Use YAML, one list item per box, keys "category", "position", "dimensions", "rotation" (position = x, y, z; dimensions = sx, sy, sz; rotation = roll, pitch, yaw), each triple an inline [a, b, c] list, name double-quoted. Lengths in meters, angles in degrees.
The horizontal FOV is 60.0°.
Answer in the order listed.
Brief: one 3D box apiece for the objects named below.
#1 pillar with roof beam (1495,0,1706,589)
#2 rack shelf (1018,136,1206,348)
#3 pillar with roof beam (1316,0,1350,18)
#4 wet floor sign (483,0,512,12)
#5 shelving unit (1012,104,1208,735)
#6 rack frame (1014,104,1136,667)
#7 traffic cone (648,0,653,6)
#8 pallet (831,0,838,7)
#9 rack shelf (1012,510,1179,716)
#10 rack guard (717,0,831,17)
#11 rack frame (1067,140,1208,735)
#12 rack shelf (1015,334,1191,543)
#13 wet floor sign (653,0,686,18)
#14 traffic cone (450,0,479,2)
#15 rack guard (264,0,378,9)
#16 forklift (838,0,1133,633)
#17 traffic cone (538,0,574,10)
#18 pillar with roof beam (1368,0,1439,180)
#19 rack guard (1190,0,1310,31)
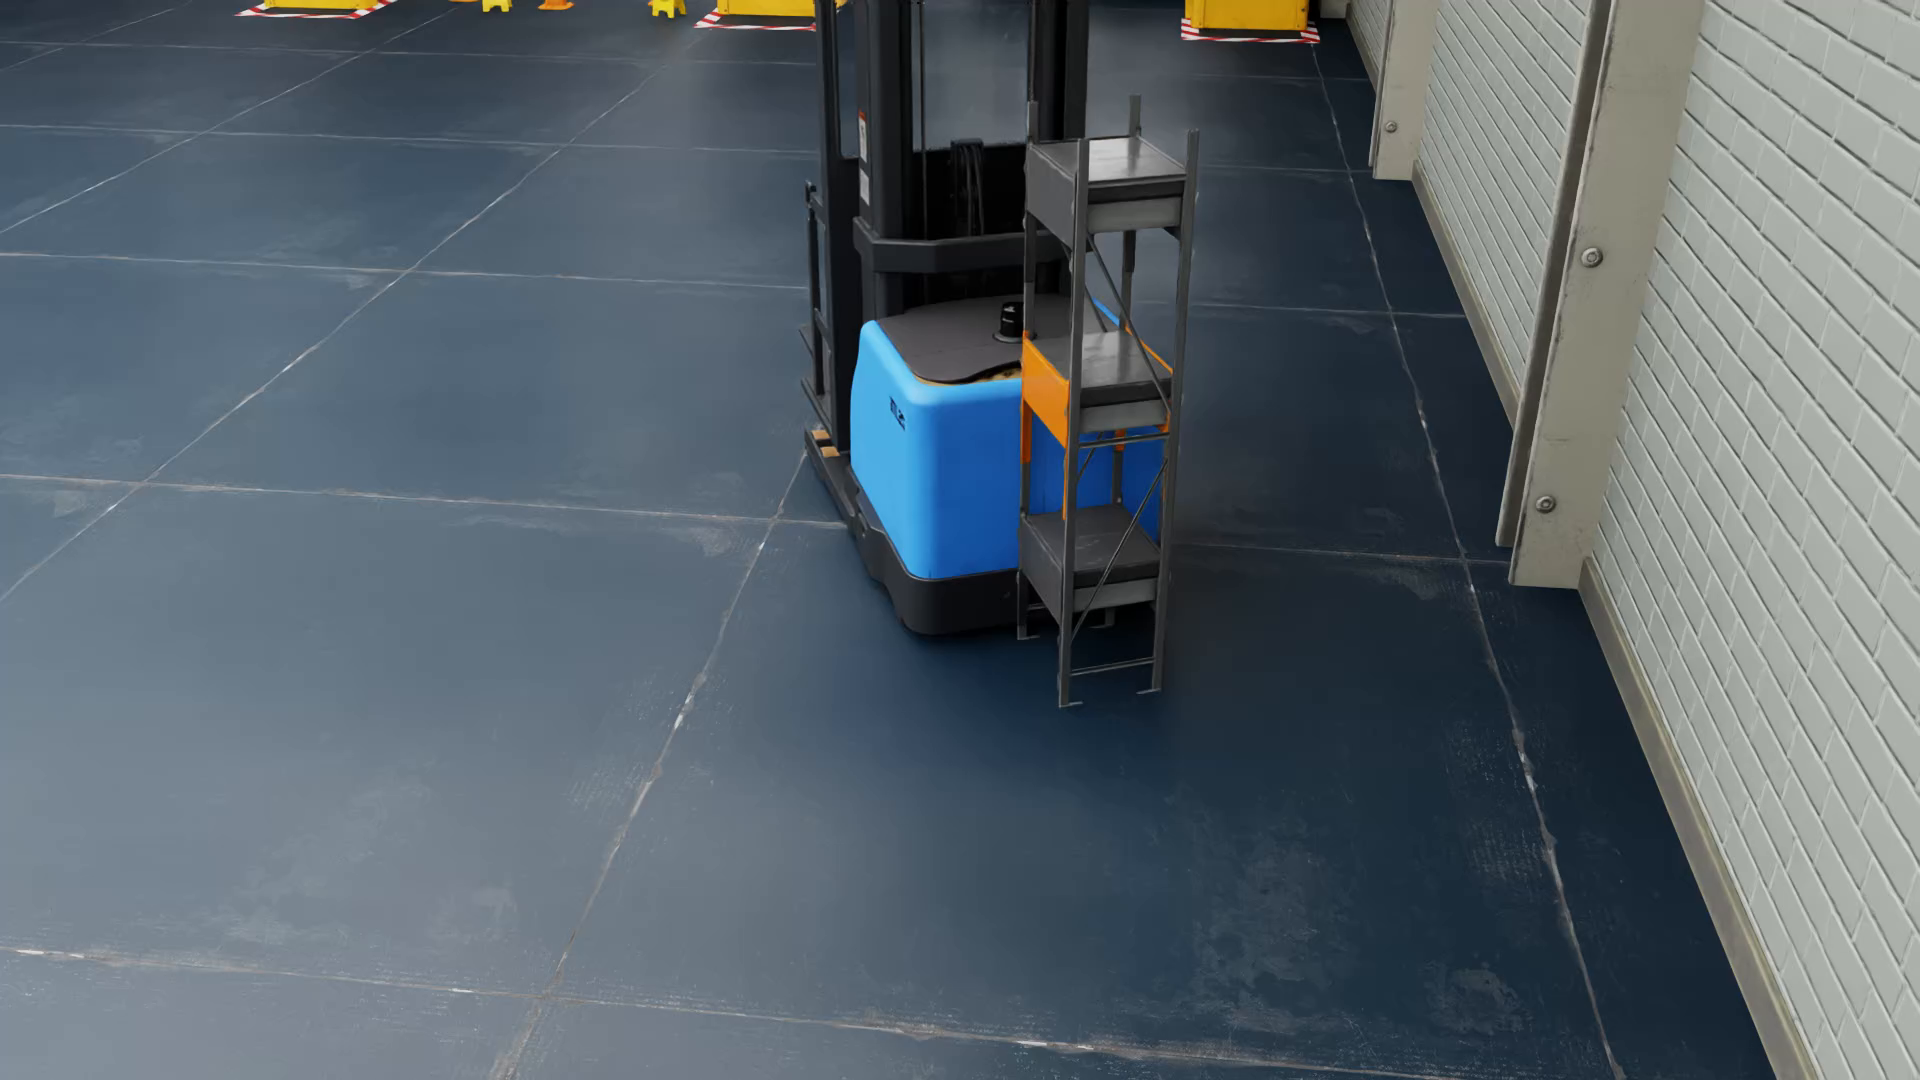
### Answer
- category: "pillar with roof beam"
  position: [-1.811, -4.110, 5.392]
  dimensions: [9.100, 9.000, 0.400]
  rotation: [3, 28, 6]
- category: "rack shelf"
  position: [0.481, -0.975, 5.398]
  dimensions: [0.431, 0.518, 0.480]
  rotation: [-11, 30, -19]
- category: "pillar with roof beam"
  position: [-0.341, -9.759, 15.877]
  dimensions: [9.100, 9.000, 0.400]
  rotation: [3, 28, 6]
- category: "wet floor sign"
  position: [-4.938, -5.954, 17.622]
  dimensions: [0.267, 0.644, 0.232]
  rotation: [-1, 28, -3]
- category: "shelving unit"
  position: [0.482, -0.371, 5.724]
  dimensions: [0.431, 2.100, 0.503]
  rotation: [-11, 30, -19]
- category: "rack frame"
  position: [0.392, -0.479, 5.924]
  dimensions: [0.400, 2.100, 0.015]
  rotation: [-11, 30, -19]
- category: "traffic cone"
  position: [-3.203, -6.040, 17.973]
  dimensions: [0.336, 0.463, 0.334]
  rotation: [3, 28, 6]
- category: "pallet"
  position: [-1.831, -6.068, 18.290]
  dimensions: [1.003, 0.211, 1.213]
  rotation: [3, 28, 6]
- category: "rack shelf"
  position: [0.484, 0.257, 6.063]
  dimensions: [0.431, 0.518, 0.480]
  rotation: [-11, 30, -19]
- category: "rack guard"
  position: [-1.966, -5.814, 17.516]
  dimensions: [1.175, 0.500, 0.348]
  rotation: [3, 28, 6]
- category: "rack frame"
  position: [0.572, -0.264, 5.525]
  dimensions: [0.400, 2.100, 0.015]
  rotation: [-11, 30, -19]
- category: "rack shelf"
  position: [0.482, -0.359, 5.731]
  dimensions: [0.431, 0.518, 0.480]
  rotation: [-11, 30, -19]
- category: "wet floor sign"
  position: [-3.060, -5.815, 17.364]
  dimensions: [0.267, 0.644, 0.232]
  rotation: [14, 31, 24]
- category: "traffic cone"
  position: [-5.426, -6.170, 18.214]
  dimensions: [0.336, 0.463, 0.334]
  rotation: [3, 28, 6]
- category: "rack guard"
  position: [-6.903, -6.007, 17.874]
  dimensions: [1.175, 0.500, 0.348]
  rotation: [3, 28, 6]
- category: "forklift"
  position: [0.042, -1.596, 7.122]
  dimensions: [1.130, 2.935, 3.031]
  rotation: [-2, 28, -3]
- category: "traffic cone"
  position: [-4.346, -5.944, 17.796]
  dimensions: [0.336, 0.463, 0.334]
  rotation: [3, 28, 6]
- category: "pillar with roof beam"
  position: [-1.076, -6.935, 10.634]
  dimensions: [9.100, 9.000, 0.400]
  rotation: [3, 28, 6]
- category: "rack guard"
  position: [2.949, -5.481, 16.896]
  dimensions: [1.175, 0.500, 0.348]
  rotation: [3, 28, 6]
